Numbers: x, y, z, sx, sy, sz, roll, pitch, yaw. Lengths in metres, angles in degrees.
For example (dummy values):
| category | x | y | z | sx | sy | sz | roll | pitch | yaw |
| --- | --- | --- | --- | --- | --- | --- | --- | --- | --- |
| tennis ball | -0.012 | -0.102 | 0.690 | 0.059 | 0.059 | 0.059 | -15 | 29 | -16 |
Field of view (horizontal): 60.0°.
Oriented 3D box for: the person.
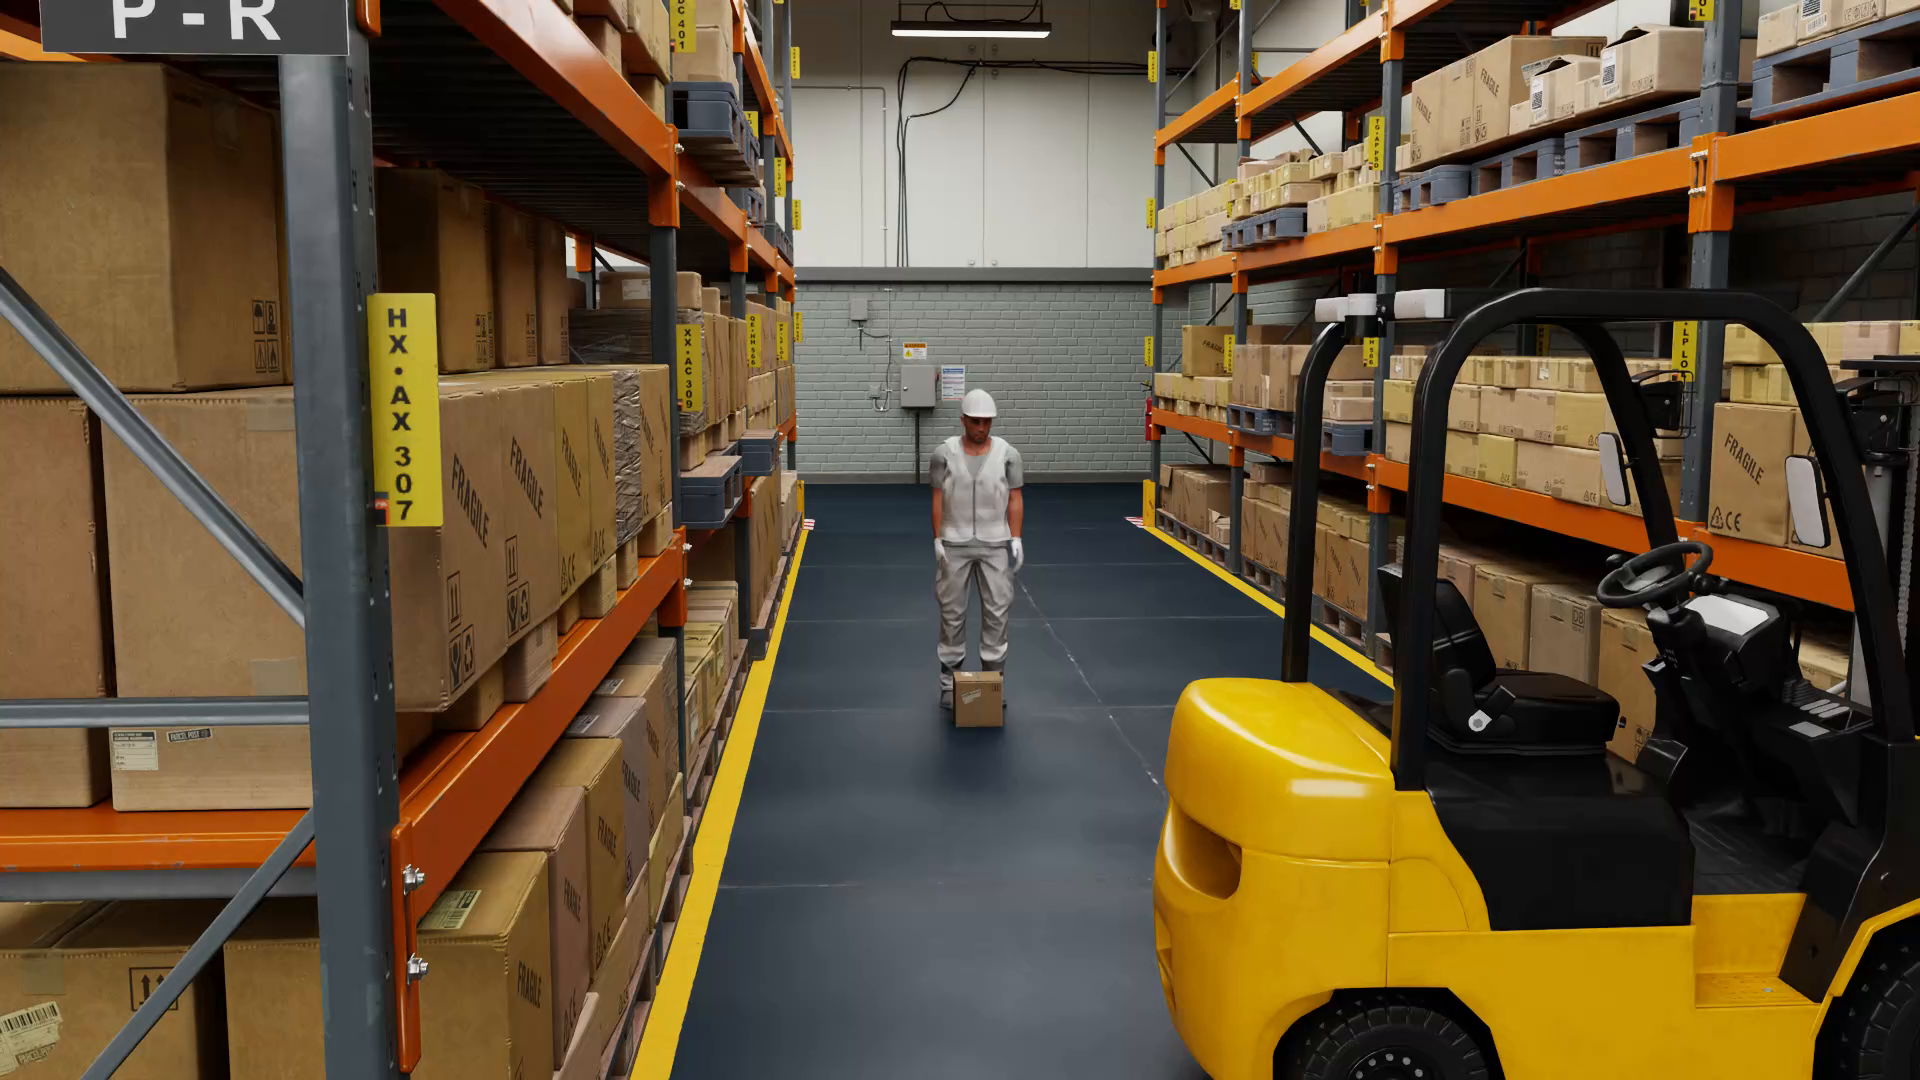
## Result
| category | x | y | z | sx | sy | sz | roll | pitch | yaw |
| --- | --- | --- | --- | --- | --- | --- | --- | --- | --- |
| person | 0.095 | 0.048 | 9.307 | 0.528 | 1.782 | 0.357 | 0 | 7 | -3 |
